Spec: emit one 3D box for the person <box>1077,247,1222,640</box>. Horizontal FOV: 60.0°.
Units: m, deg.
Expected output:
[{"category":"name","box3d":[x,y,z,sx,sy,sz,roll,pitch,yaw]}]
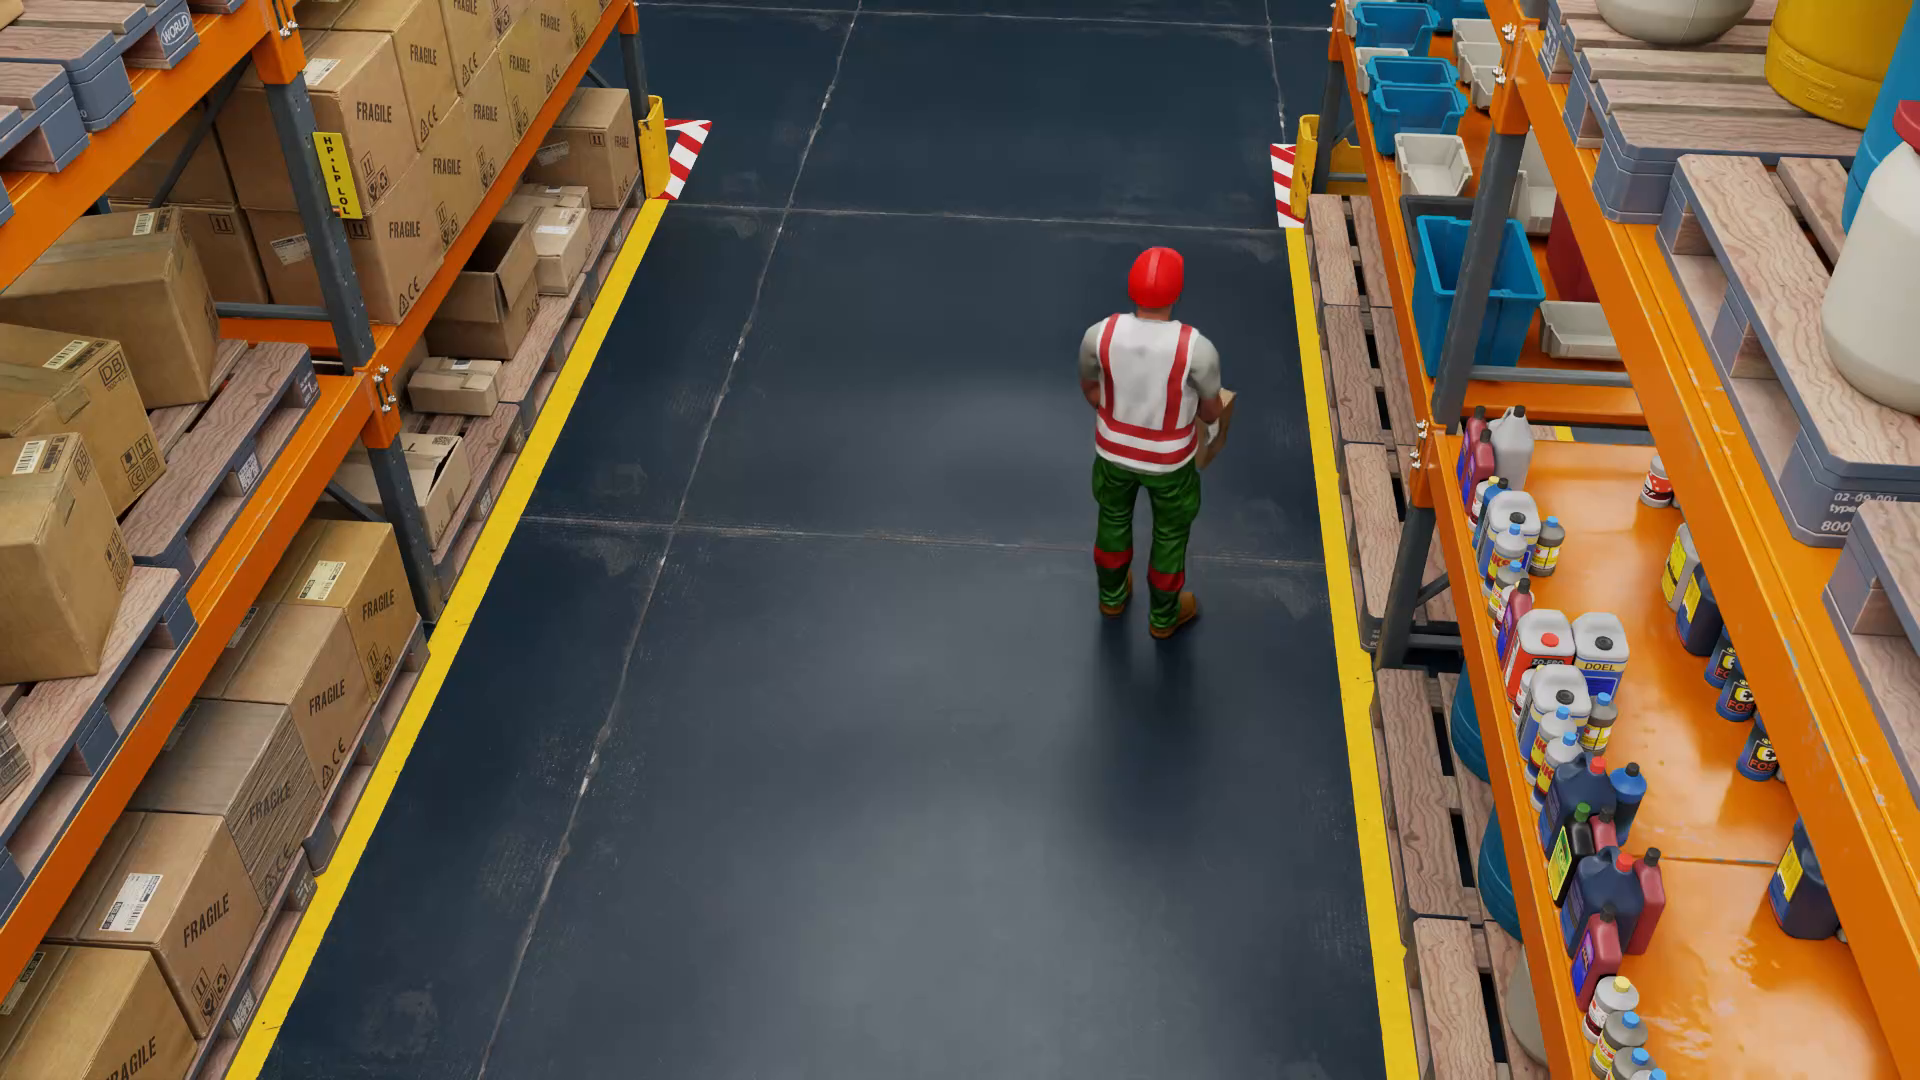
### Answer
[{"category":"person","box3d":[0.751,-0.399,6.615,0.556,1.791,0.466,15,42,17]}]
